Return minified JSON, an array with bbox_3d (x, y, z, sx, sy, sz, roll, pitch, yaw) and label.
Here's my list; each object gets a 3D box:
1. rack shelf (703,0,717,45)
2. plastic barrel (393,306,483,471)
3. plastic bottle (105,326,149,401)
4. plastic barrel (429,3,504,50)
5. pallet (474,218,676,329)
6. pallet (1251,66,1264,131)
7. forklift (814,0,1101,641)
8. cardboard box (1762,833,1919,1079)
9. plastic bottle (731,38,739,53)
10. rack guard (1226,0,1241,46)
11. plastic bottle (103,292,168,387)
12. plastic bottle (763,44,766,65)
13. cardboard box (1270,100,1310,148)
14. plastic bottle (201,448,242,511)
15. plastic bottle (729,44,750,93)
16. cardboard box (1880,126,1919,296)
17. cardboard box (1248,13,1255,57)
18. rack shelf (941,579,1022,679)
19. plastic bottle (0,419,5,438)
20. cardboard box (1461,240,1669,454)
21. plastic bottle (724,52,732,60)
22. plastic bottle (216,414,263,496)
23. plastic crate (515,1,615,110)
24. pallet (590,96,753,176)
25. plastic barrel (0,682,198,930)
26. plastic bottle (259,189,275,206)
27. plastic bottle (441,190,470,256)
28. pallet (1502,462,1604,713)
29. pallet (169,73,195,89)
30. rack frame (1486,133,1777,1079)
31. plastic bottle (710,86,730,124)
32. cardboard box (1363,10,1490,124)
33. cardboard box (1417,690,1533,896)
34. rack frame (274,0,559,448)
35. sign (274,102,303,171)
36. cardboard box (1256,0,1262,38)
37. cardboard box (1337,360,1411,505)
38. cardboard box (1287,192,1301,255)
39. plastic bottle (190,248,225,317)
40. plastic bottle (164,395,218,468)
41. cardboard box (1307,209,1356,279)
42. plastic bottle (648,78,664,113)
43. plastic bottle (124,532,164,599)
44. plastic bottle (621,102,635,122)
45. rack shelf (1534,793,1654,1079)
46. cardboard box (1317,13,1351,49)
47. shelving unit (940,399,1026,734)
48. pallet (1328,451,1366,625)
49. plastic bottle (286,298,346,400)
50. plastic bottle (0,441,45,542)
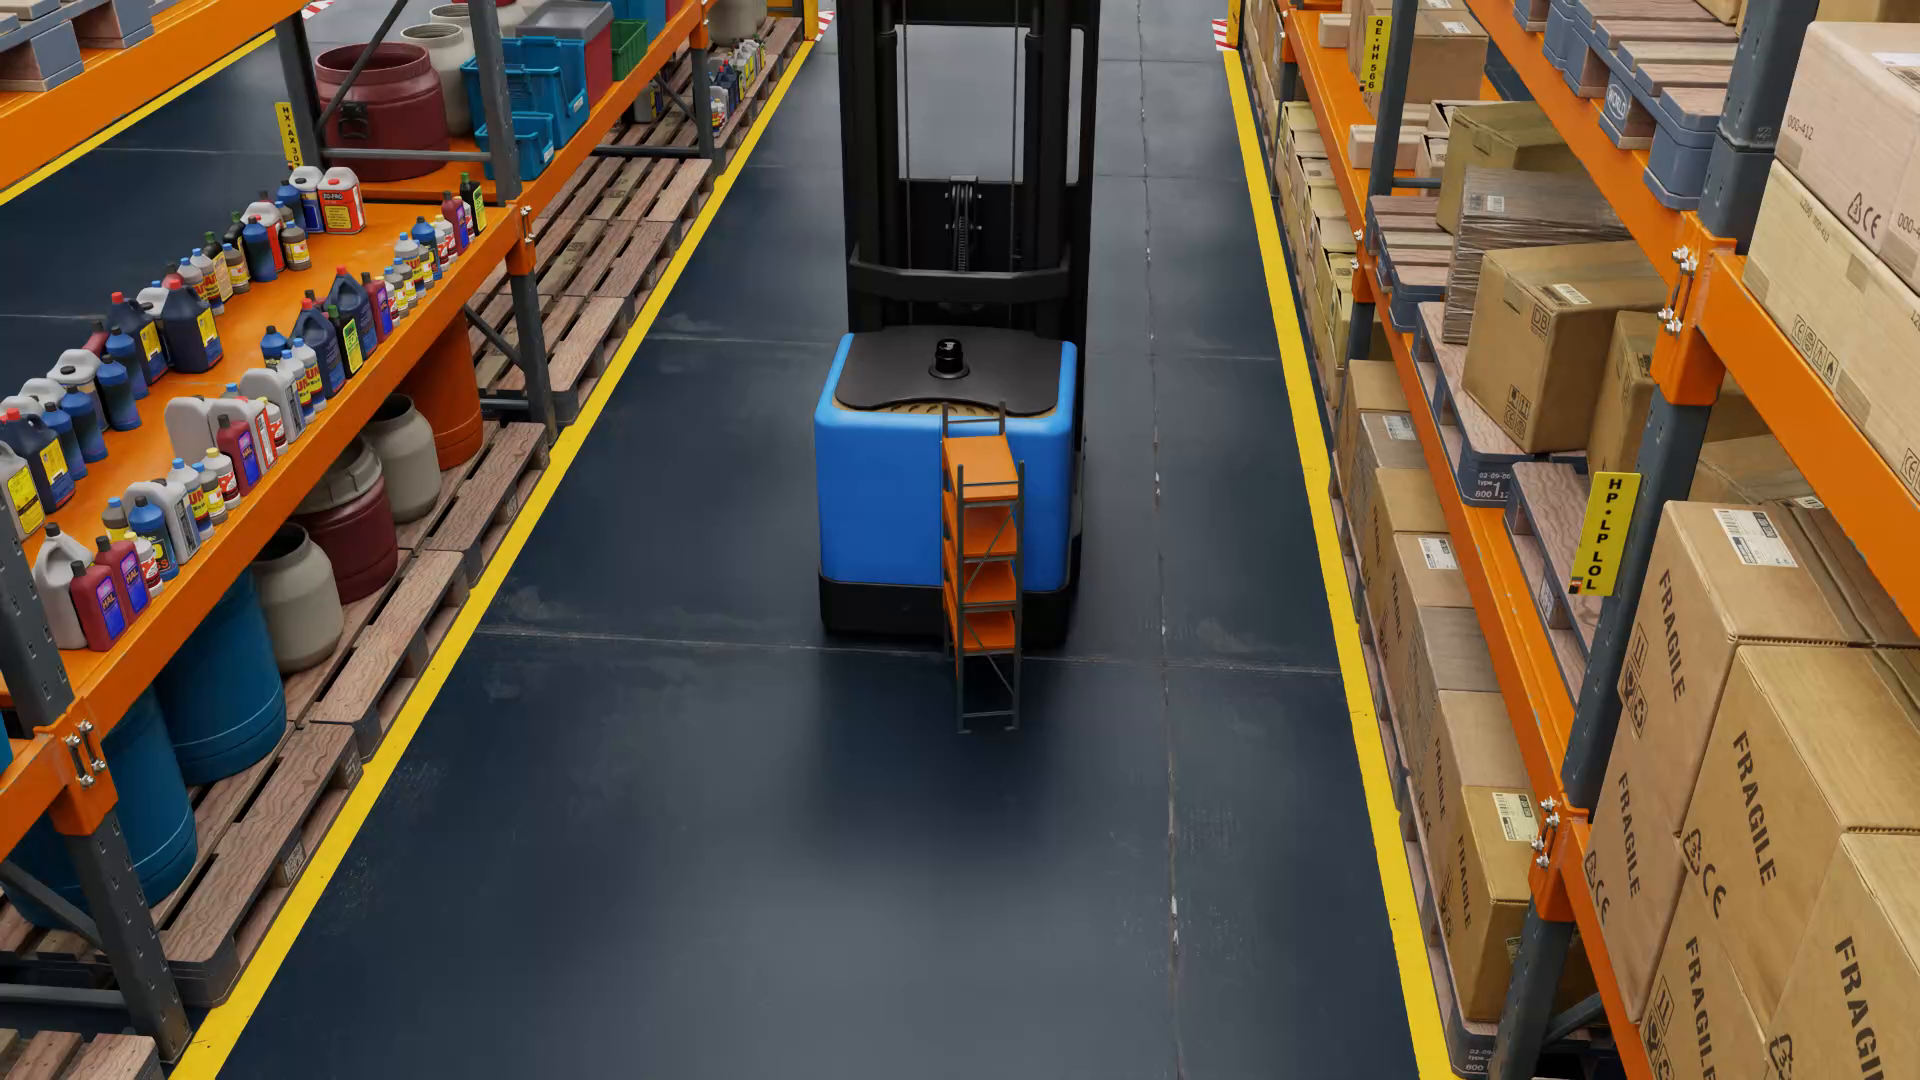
[{"bbox_3d":[-2.096,-4.632,13.094,1.077,0.370,4.000,2,32,4],"label":"rack shelf"},{"bbox_3d":[-2.608,-0.800,7.857,0.600,0.830,0.708,2,32,4],"label":"plastic barrel"},{"bbox_3d":[-3.046,-0.650,6.068,0.097,0.271,0.097,0,32,0],"label":"plastic bottle"},{"bbox_3d":[-2.679,-2.616,9.030,0.421,0.512,0.421,0,32,0],"label":"plastic barrel"},{"bbox_3d":[-2.381,-1.654,10.232,1.003,0.211,1.213,2,32,4],"label":"pallet"},{"bbox_3d":[2.881,-3.546,13.303,1.003,0.211,1.213,2,32,4],"label":"pallet"},{"bbox_3d":[0.057,-1.577,7.515,1.130,2.935,3.031,3,32,4],"label":"forklift"},{"bbox_3d":[1.624,0.809,2.530,0.500,0.500,0.500,2,32,3],"label":"cardboard box"},{"bbox_3d":[-1.800,-3.910,13.405,0.061,0.283,0.133,2,32,4],"label":"plastic bottle"},{"bbox_3d":[3.005,-4.719,14.931,1.175,0.500,0.348,2,32,4],"label":"rack guard"},{"bbox_3d":[-3.072,-0.759,6.170,0.144,0.351,0.185,2,32,4],"label":"plastic bottle"},{"bbox_3d":[-1.646,-4.001,13.632,0.097,0.201,0.097,0,32,0],"label":"plastic bottle"},{"bbox_3d":[2.498,-2.939,11.881,0.500,0.250,0.500,2,32,4],"label":"cardboard box"},{"bbox_3d":[-2.411,-0.203,5.410,0.097,0.201,0.097,0,32,0],"label":"plastic bottle"},{"bbox_3d":[-1.730,-3.678,12.964,0.144,0.351,0.185,2,32,4],"label":"plastic bottle"},{"bbox_3d":[1.700,-0.417,2.375,0.500,0.250,0.500,2,32,4],"label":"cardboard box"},{"bbox_3d":[2.701,-4.247,14.002,0.500,0.250,0.500,2,32,4],"label":"cardboard box"},{"bbox_3d":[0.081,0.338,6.565,0.258,0.148,0.480,-4,32,-6],"label":"rack shelf"},{"bbox_3d":[-3.147,-0.280,5.392,0.144,0.351,0.185,2,32,4],"label":"plastic bottle"},{"bbox_3d":[2.109,-0.644,5.440,0.700,0.500,0.500,-5,32,-9],"label":"cardboard box"},{"bbox_3d":[-1.831,-3.794,13.295,0.097,0.201,0.097,0,32,0],"label":"plastic bottle"},{"bbox_3d":[-2.383,-0.298,5.486,0.061,0.283,0.133,2,32,4],"label":"plastic bottle"},{"bbox_3d":[-2.148,-2.660,9.147,0.402,0.464,0.583,2,32,4],"label":"plastic crate"},{"bbox_3d":[-2.163,-3.055,12.506,1.003,0.211,1.213,2,32,4],"label":"pallet"},{"bbox_3d":[-2.849,0.721,5.321,0.600,0.901,0.708,2,32,4],"label":"plastic barrel"},{"bbox_3d":[-3.014,-1.369,7.224,0.061,0.283,0.133,2,32,4],"label":"plastic bottle"},{"bbox_3d":[-2.211,-1.401,7.276,0.061,0.283,0.133,2,32,4],"label":"plastic bottle"},{"bbox_3d":[2.200,0.172,4.794,1.003,0.211,1.213,2,32,4],"label":"pallet"},{"bbox_3d":[-7.079,-3.910,13.893,1.003,0.211,1.213,2,32,4],"label":"pallet"},{"bbox_3d":[2.026,0.504,4.073,1.000,3.000,0.127,2,32,4],"label":"rack frame"},{"bbox_3d":[-1.797,-3.239,12.323,0.152,0.276,0.135,4,32,6],"label":"plastic bottle"},{"bbox_3d":[2.472,-2.508,8.866,0.500,0.500,0.500,1,32,1],"label":"cardboard box"},{"bbox_3d":[1.829,0.852,5.471,0.500,0.500,0.500,3,32,4],"label":"cardboard box"},{"bbox_3d":[-2.585,-1.801,7.814,1.000,3.000,0.127,2,32,4],"label":"rack frame"},{"bbox_3d":[-3.134,-1.891,7.803,0.100,0.325,0.005,2,32,4],"label":"sign"},{"bbox_3d":[2.671,-4.304,13.381,0.500,0.500,0.500,2,32,4],"label":"cardboard box"},{"bbox_3d":[2.030,-0.485,7.641,0.500,0.500,0.500,4,32,6],"label":"cardboard box"},{"bbox_3d":[2.315,-1.949,10.274,0.500,0.250,0.500,2,32,2],"label":"cardboard box"},{"bbox_3d":[-3.046,-1.042,6.705,0.097,0.271,0.097,0,32,0],"label":"plastic bottle"},{"bbox_3d":[-2.569,-0.373,5.615,0.152,0.276,0.135,2,32,4],"label":"plastic bottle"},{"bbox_3d":[2.229,-1.655,9.262,0.500,0.311,0.500,2,32,4],"label":"cardboard box"},{"bbox_3d":[-2.329,-3.377,12.547,0.152,0.276,0.135,2,32,4],"label":"plastic bottle"},{"bbox_3d":[-2.453,0.071,4.966,0.097,0.201,0.097,0,32,0],"label":"plastic bottle"},{"bbox_3d":[-2.494,-3.302,12.354,0.144,0.351,0.185,2,32,3],"label":"plastic bottle"},{"bbox_3d":[1.863,1.856,2.565,1.077,0.370,4.000,2,32,4],"label":"rack shelf"},{"bbox_3d":[2.402,-3.118,10.190,0.380,0.149,0.250,2,32,4],"label":"cardboard box"},{"bbox_3d":[0.081,0.112,6.425,0.258,1.200,0.503,-4,32,-6],"label":"shelving unit"},{"bbox_3d":[2.253,-0.012,7.568,1.003,0.211,1.213,2,32,4],"label":"pallet"},{"bbox_3d":[-2.366,-0.705,6.082,0.144,0.351,0.185,2,32,4],"label":"plastic bottle"},{"bbox_3d":[-3.018,-0.177,5.225,0.144,0.351,0.185,2,32,4],"label":"plastic bottle"}]
